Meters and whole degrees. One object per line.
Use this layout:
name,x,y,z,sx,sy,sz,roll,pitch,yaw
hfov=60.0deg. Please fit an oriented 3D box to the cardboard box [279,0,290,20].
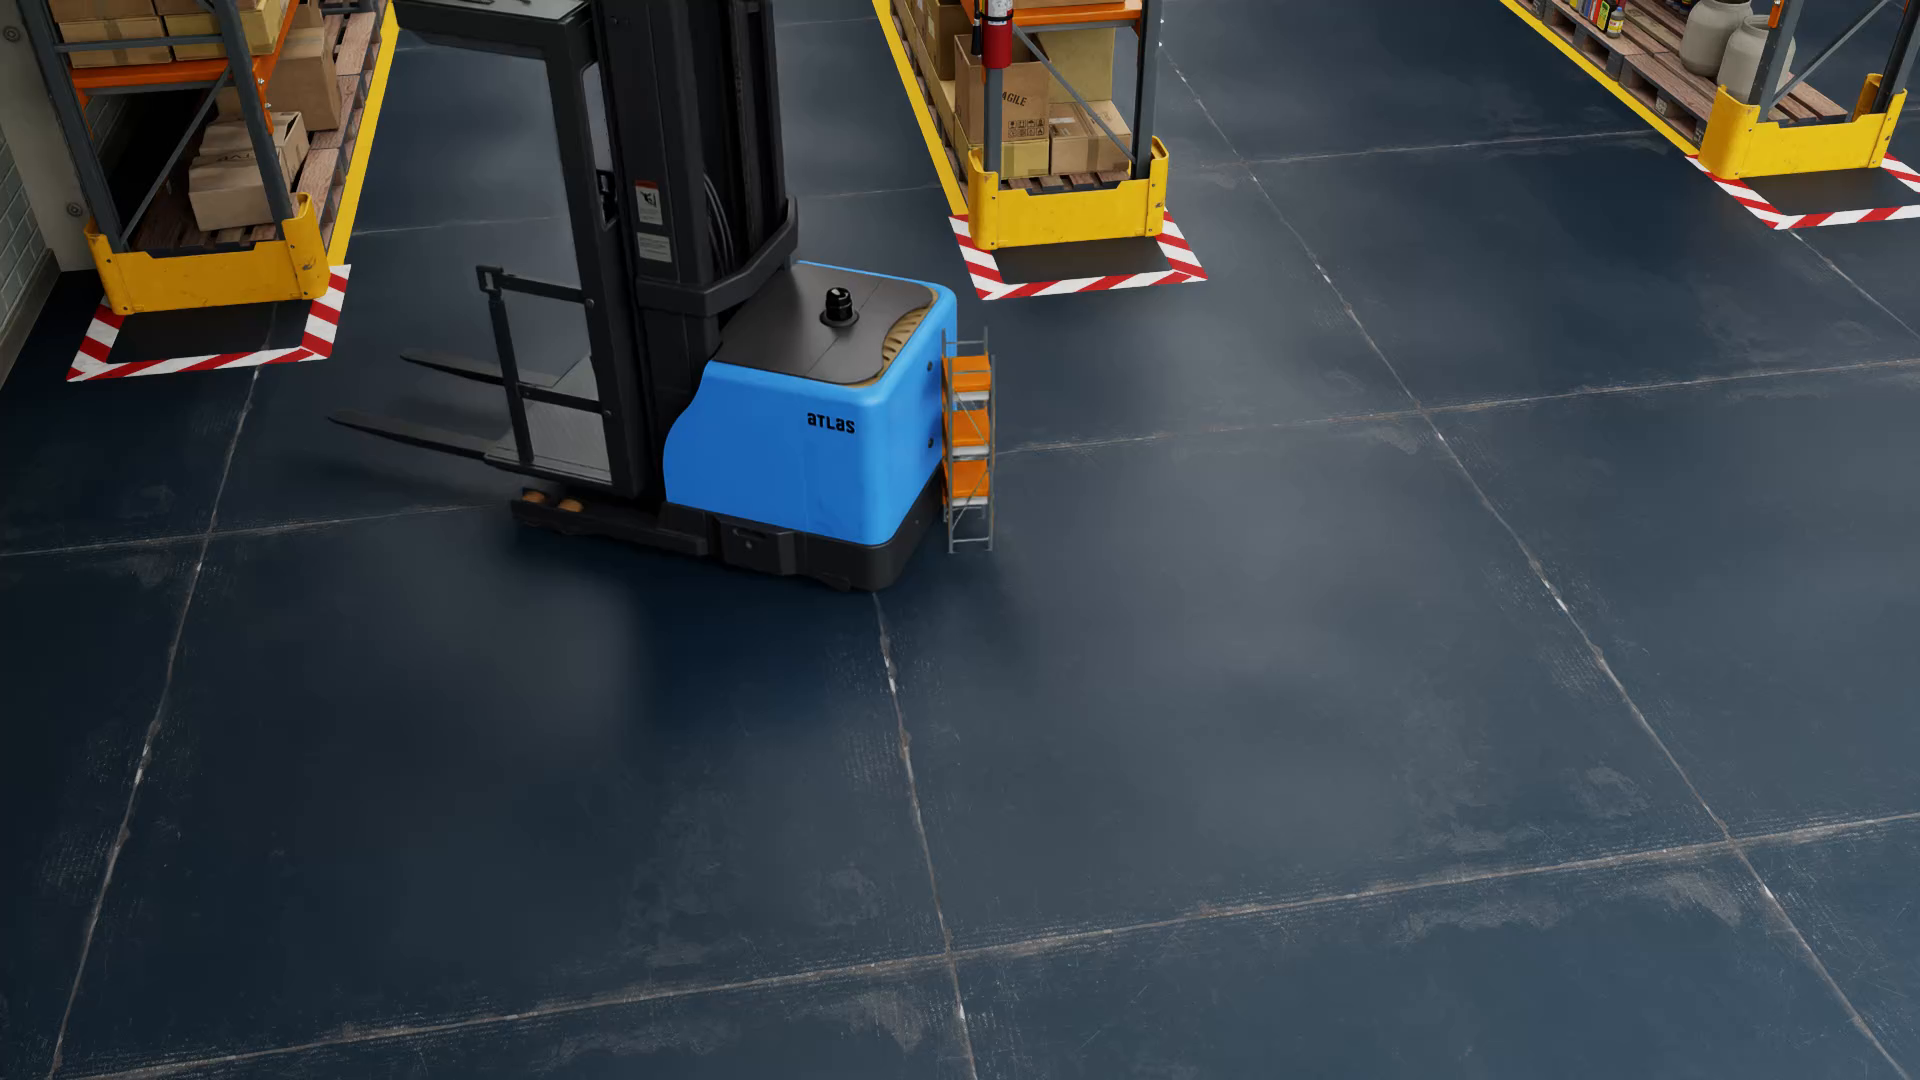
cardboard box,-4.113,-3.157,9.475,0.500,0.250,0.500,-7,38,-9

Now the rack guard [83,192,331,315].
rack guard,-4.248,-1.626,9.436,1.175,0.500,0.348,-6,38,-8

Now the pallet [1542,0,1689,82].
pallet,5.111,-3.799,12.468,1.003,0.211,1.213,-6,38,-8

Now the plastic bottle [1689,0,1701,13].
plastic bottle,5.486,-4.001,12.311,0.061,0.283,0.133,-6,38,-7

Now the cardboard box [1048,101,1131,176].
cardboard box,0.766,-2.530,10.461,0.500,0.250,0.500,-6,38,-8

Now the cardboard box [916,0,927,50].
cardboard box,-0.022,-3.675,11.323,0.500,0.500,0.500,-6,38,-8

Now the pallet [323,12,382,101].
pallet,-4.784,-3.481,12.058,1.003,0.211,1.213,-6,38,-8

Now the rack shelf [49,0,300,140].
rack shelf,-4.585,-3.491,10.386,1.077,0.370,4.000,-6,38,-8

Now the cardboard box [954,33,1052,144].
cardboard box,0.254,-2.771,10.159,0.500,0.500,0.500,-6,38,-8

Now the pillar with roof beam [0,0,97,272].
pillar with roof beam,-0.971,-5.729,7.790,9.100,9.000,0.400,-6,38,-8

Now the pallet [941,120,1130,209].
pallet,0.466,-2.459,10.743,1.003,0.211,1.213,-6,38,-8

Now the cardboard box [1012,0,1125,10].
cardboard box,0.572,-3.425,9.633,0.700,0.500,0.500,-6,38,-8

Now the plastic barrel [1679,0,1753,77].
plastic barrel,5.240,-3.509,11.507,0.421,0.512,0.421,0,38,0

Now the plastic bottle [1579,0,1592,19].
plastic bottle,4.724,-4.032,12.357,0.152,0.276,0.135,-7,38,-9

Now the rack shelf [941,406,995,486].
rack shelf,0.034,-0.424,7.457,0.215,0.259,0.240,-4,38,-5

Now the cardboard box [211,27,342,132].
cardboard box,-4.447,-2.975,10.813,0.700,0.500,0.500,-9,39,-11

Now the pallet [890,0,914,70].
pallet,0.038,-3.933,12.640,1.003,0.211,1.213,-6,38,-8

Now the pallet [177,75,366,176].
pallet,-4.566,-2.742,11.108,1.003,0.211,1.213,-6,38,-8

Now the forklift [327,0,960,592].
forklift,-1.574,-1.472,7.256,3.031,2.935,1.130,12,39,15

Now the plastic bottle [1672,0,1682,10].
plastic bottle,5.430,-4.125,12.481,0.097,0.271,0.097,0,38,0

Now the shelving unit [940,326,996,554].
shelving unit,0.034,-0.432,7.451,0.215,1.050,0.252,-4,38,-5

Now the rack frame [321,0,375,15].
rack frame,-4.936,-4.984,11.720,1.000,3.000,0.127,-6,38,-8

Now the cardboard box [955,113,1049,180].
cardboard box,0.257,-2.475,10.389,0.500,0.250,0.500,-6,38,-8

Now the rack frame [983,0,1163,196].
rack frame,0.641,-3.103,9.299,1.000,3.000,0.127,-6,38,-8

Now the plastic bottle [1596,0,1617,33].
plastic bottle,4.727,-3.865,12.135,0.061,0.283,0.133,-5,38,-7

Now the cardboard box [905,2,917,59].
cardboard box,-0.112,-3.681,11.942,0.500,0.250,0.500,-6,38,-8

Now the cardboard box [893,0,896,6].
cardboard box,-0.277,-4.286,12.721,0.500,0.250,0.500,-6,38,-8

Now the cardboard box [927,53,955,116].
cardboard box,0.068,-3.077,11.165,0.500,0.250,0.500,-6,38,-8

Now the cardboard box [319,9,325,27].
cardboard box,-4.813,-3.718,12.042,0.380,0.166,0.250,-11,39,-14

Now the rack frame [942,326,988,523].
rack frame,0.020,-0.507,7.546,0.200,1.050,0.008,-4,38,-5

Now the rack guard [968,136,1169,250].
rack guard,0.646,-2.101,10.047,1.175,0.500,0.348,-6,38,-8

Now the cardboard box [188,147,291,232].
cardboard box,-4.268,-2.107,9.850,0.500,0.311,0.500,-10,39,-13

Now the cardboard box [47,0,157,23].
cardboard box,-4.527,-3.074,8.757,0.500,0.500,0.500,-7,38,-8

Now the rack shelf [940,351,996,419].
rack shelf,0.034,-0.648,7.283,0.215,0.259,0.240,-4,38,-5

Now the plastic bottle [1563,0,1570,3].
plastic bottle,4.658,-4.274,12.607,0.144,0.351,0.185,-7,38,-8
